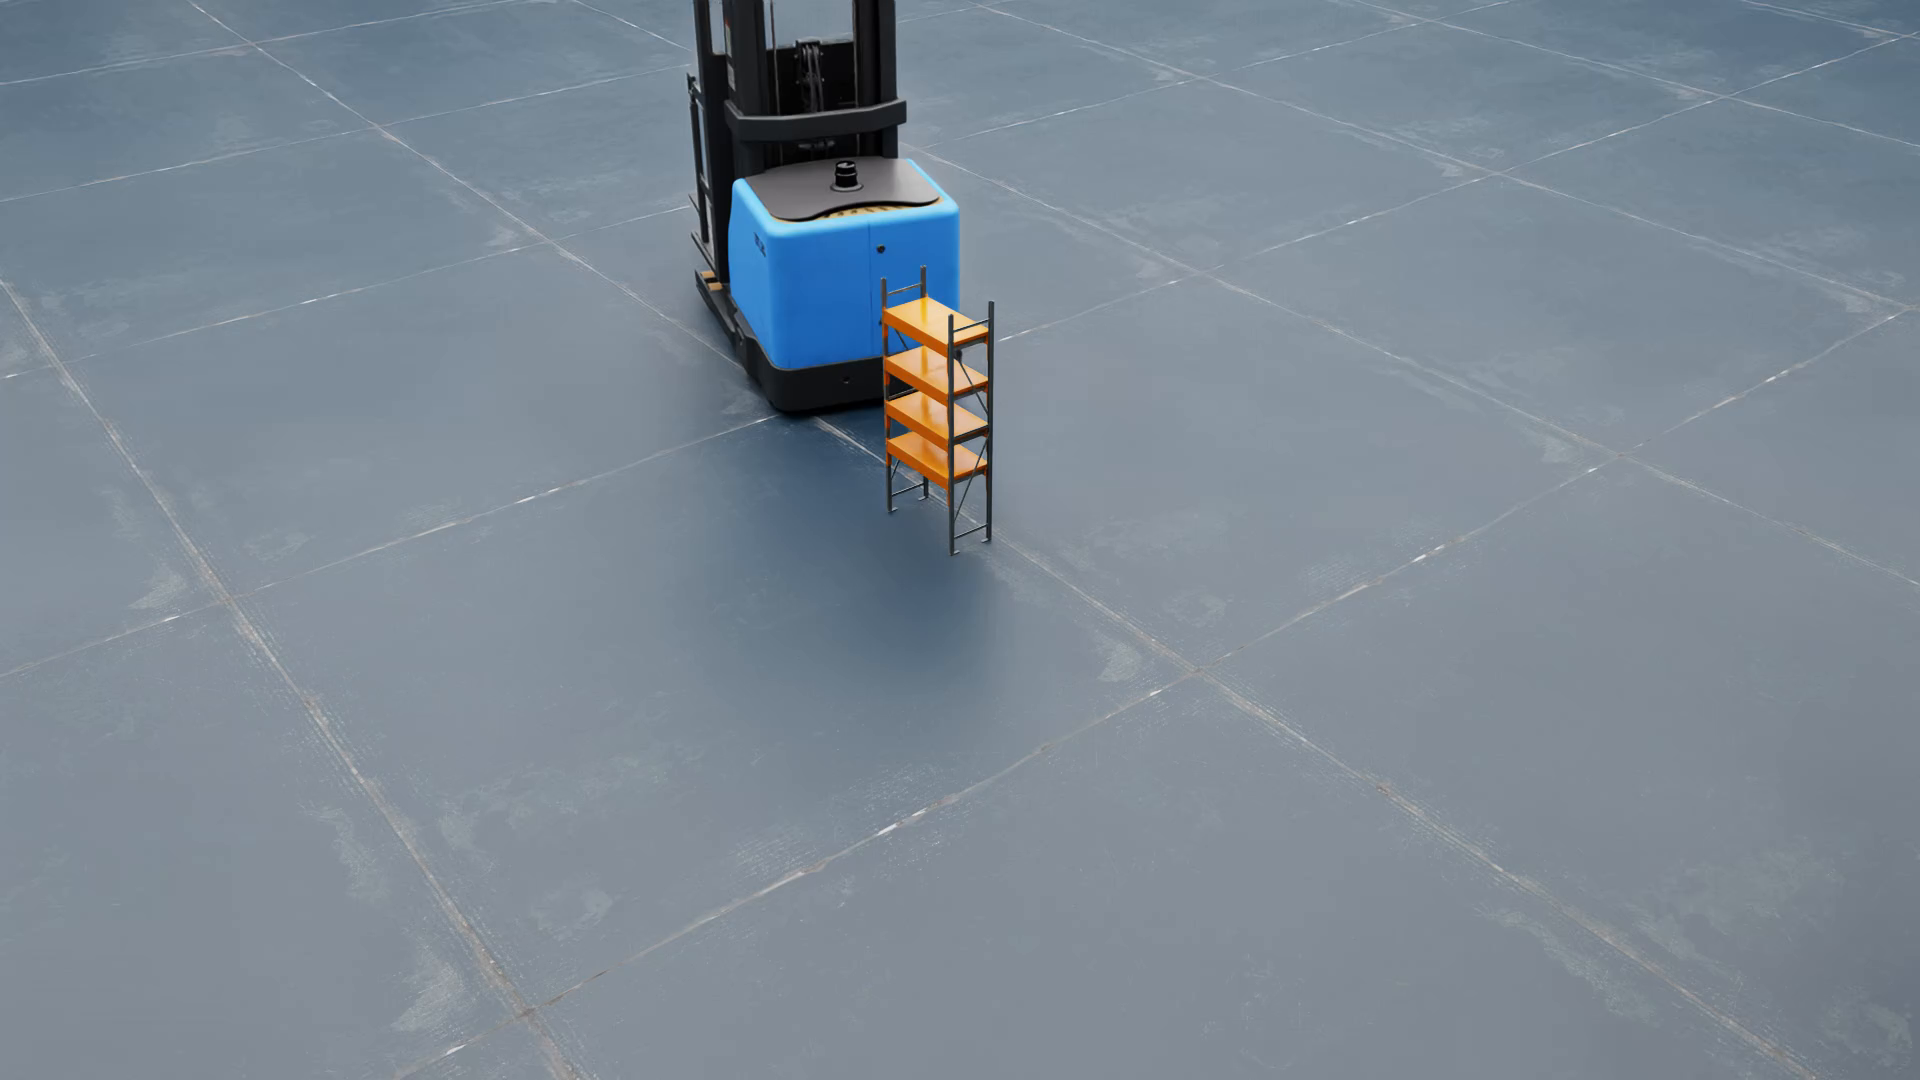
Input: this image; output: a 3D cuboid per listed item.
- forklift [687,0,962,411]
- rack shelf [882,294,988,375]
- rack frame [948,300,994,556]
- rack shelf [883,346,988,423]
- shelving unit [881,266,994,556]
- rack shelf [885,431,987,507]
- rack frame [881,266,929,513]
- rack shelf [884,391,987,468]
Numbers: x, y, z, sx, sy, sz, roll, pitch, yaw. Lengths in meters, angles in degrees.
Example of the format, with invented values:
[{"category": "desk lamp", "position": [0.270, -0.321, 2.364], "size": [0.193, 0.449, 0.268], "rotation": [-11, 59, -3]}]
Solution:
[{"category": "forklift", "position": [-0.967, -2.686, 9.297], "size": [1.130, 2.935, 3.031], "rotation": [-11, 33, -17]}, {"category": "rack shelf", "position": [-0.102, -0.912, 7.337], "size": [0.258, 0.148, 0.480], "rotation": [-22, 38, -31]}, {"category": "rack frame", "position": [0.048, -0.477, 7.381], "size": [0.240, 1.200, 0.015], "rotation": [-22, 38, -31]}, {"category": "rack shelf", "position": [-0.102, -0.712, 7.462], "size": [0.258, 0.148, 0.480], "rotation": [-22, 38, -31]}, {"category": "shelving unit", "position": [-0.102, -0.579, 7.545], "size": [0.258, 1.200, 0.503], "rotation": [-22, 38, -31]}, {"category": "rack shelf", "position": [-0.102, -0.353, 7.685], "size": [0.258, 0.148, 0.480], "rotation": [-22, 38, -31]}, {"category": "rack frame", "position": [-0.251, -0.680, 7.708], "size": [0.240, 1.200, 0.015], "rotation": [-22, 38, -31]}, {"category": "rack shelf", "position": [-0.102, -0.522, 7.580], "size": [0.258, 0.148, 0.480], "rotation": [-22, 38, -31]}]
